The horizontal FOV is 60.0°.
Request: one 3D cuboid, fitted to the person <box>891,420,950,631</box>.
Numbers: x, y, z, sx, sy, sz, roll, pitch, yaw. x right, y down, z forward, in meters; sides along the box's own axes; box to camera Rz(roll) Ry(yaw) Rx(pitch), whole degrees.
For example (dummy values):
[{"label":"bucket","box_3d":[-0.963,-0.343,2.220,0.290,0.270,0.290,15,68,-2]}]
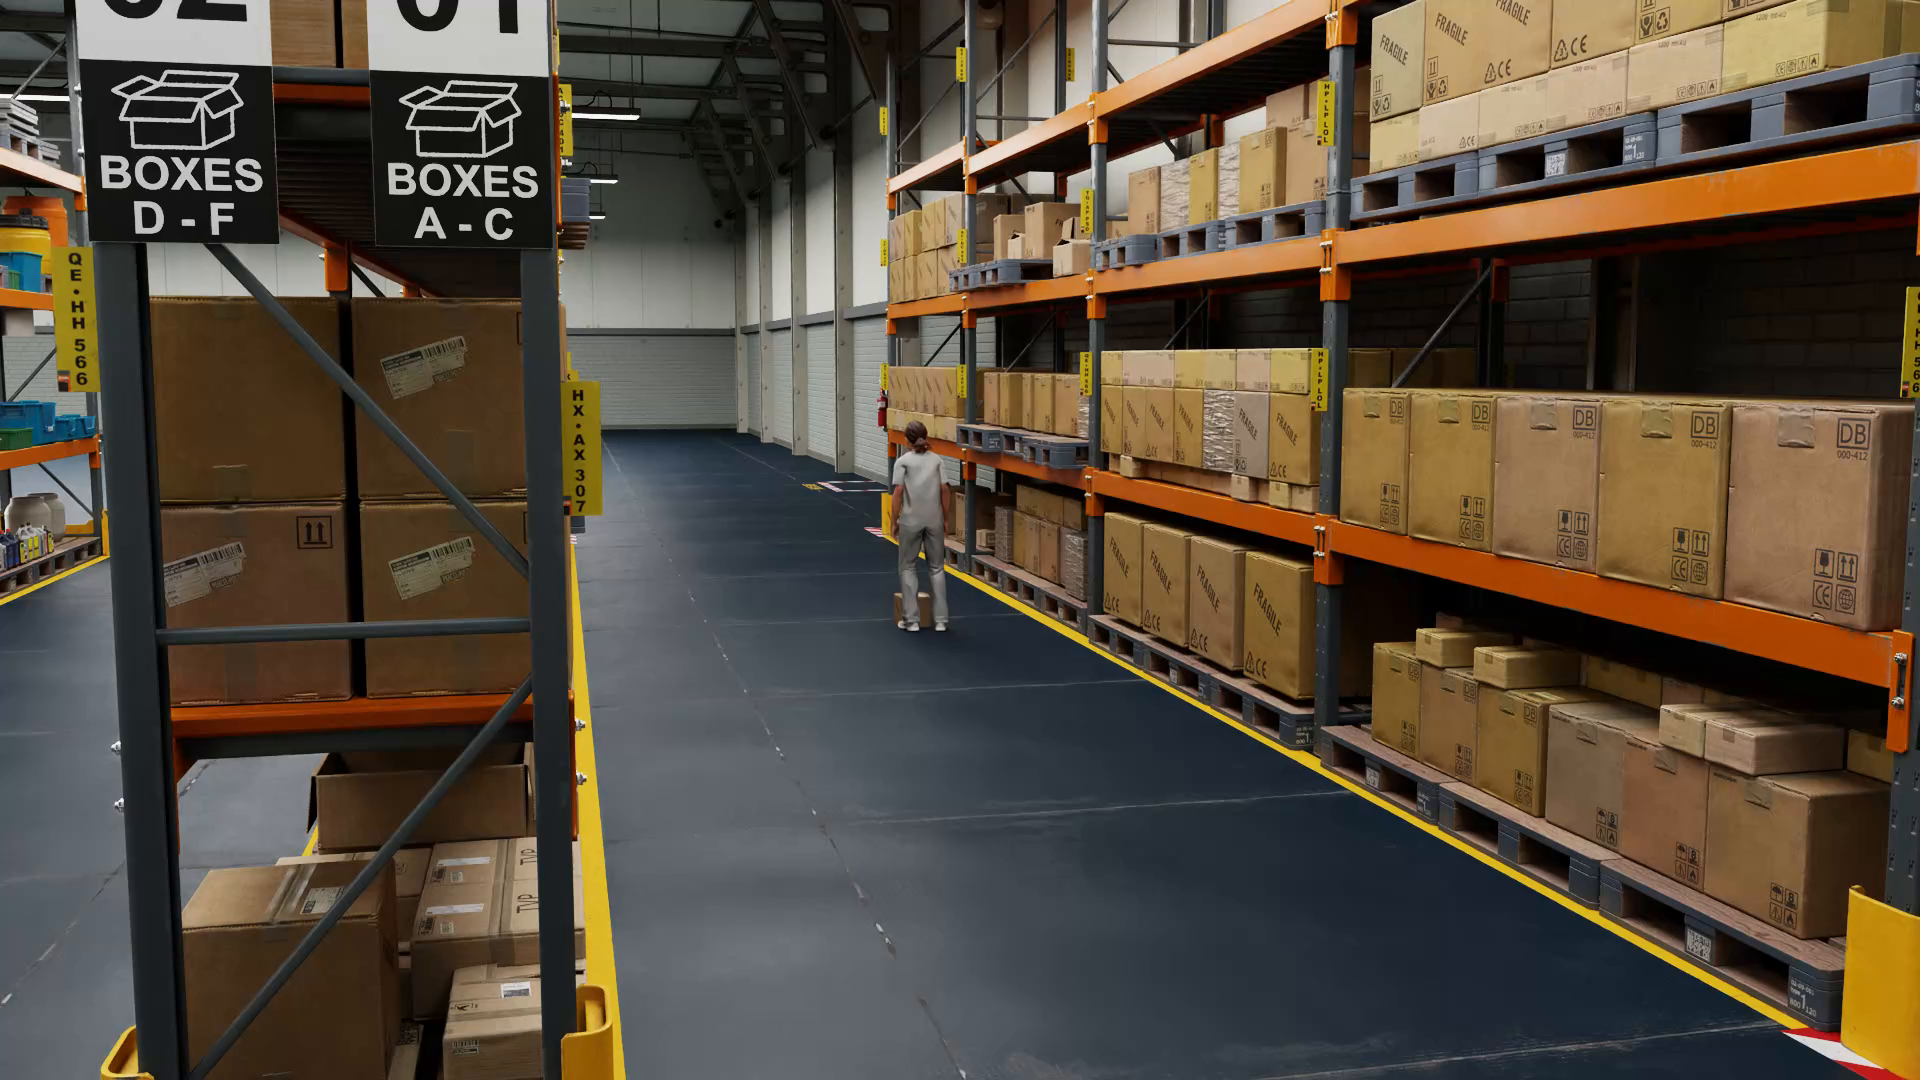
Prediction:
[{"label":"person","box_3d":[-0.319,-0.113,13.190,0.498,1.671,0.416,-2,6,-17]}]
